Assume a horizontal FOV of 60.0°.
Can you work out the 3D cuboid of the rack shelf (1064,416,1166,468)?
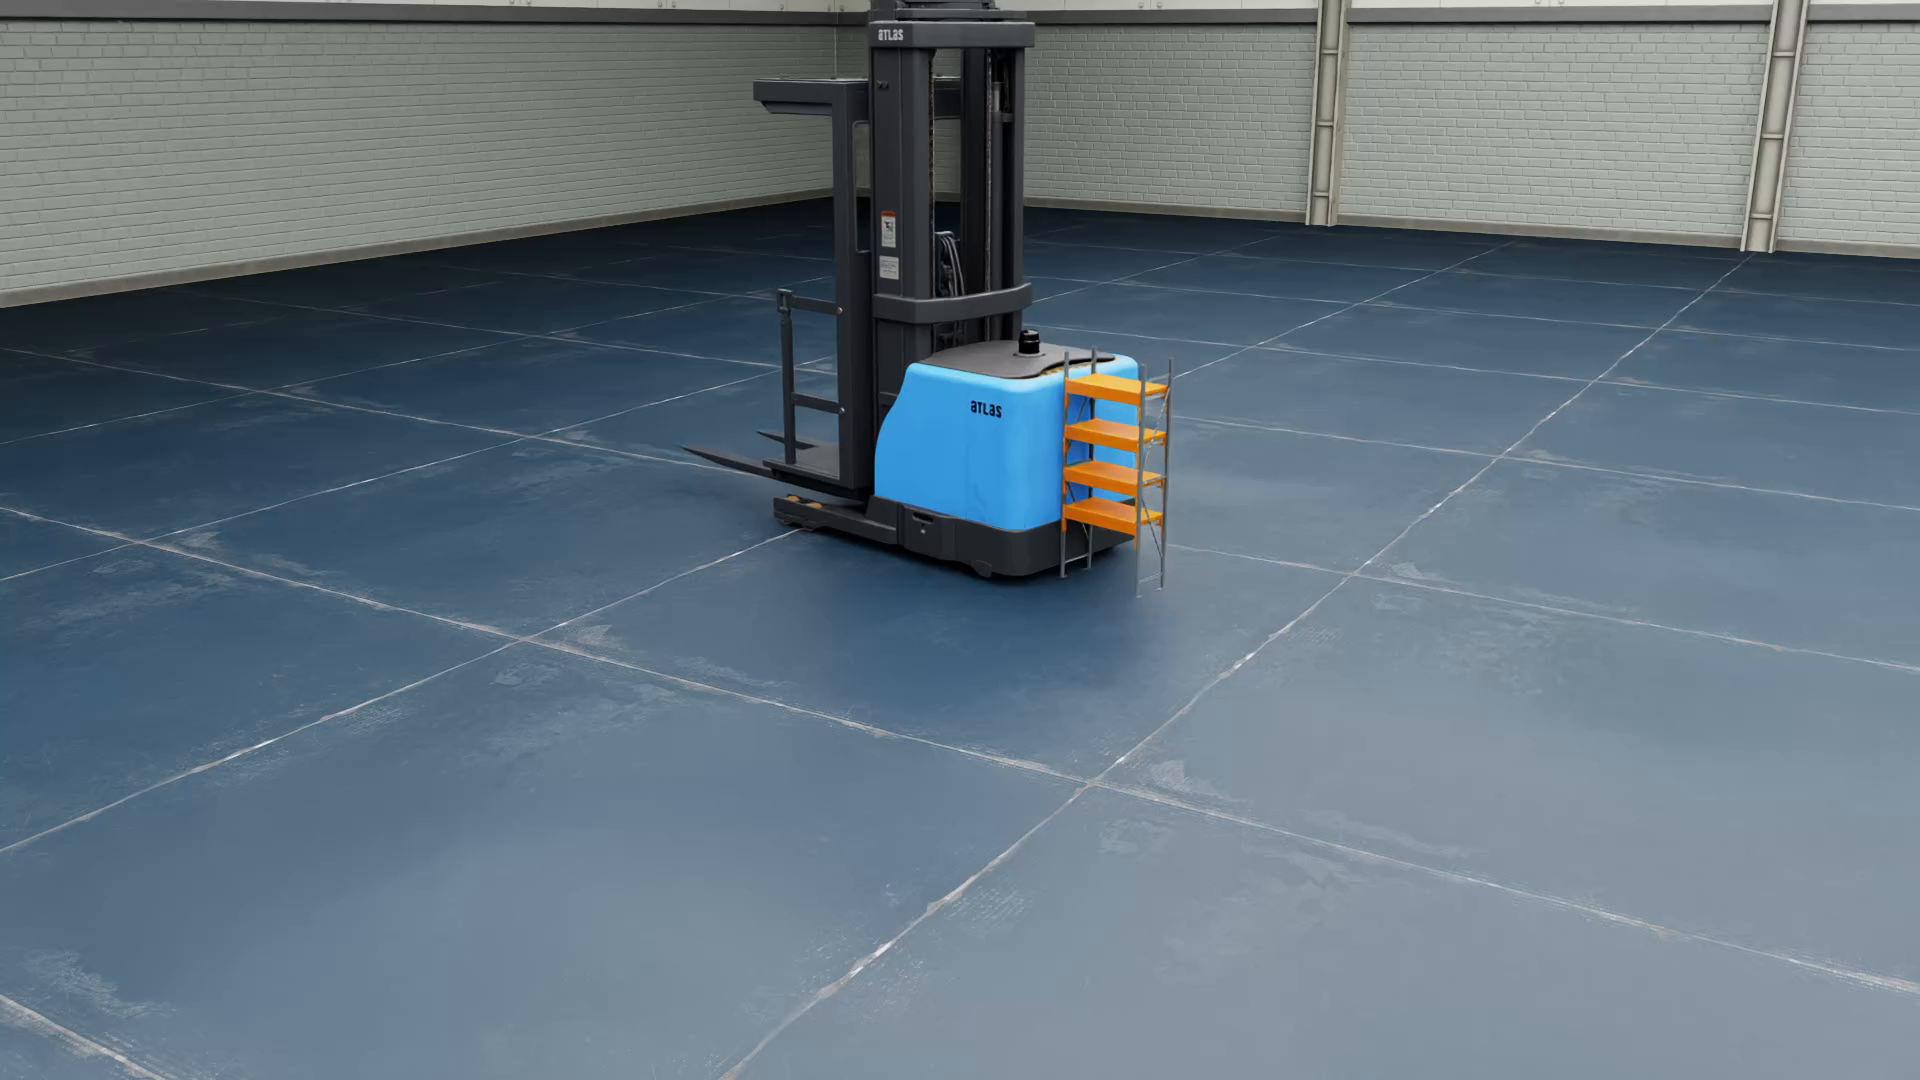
[{"bbox_3d":[0.789,-0.498,8.415,0.480,0.148,0.258,16,23,41],"label":"rack shelf"}]

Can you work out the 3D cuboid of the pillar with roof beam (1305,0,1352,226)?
[{"bbox_3d":[3.174,-7.977,20.159,0.400,9.000,9.100,10,20,30],"label":"pillar with roof beam"}]

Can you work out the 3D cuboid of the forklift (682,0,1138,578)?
[{"bbox_3d":[-0.443,-1.548,9.436,3.031,2.935,1.130,15,23,41],"label":"forklift"}]

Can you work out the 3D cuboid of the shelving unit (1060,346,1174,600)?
[{"bbox_3d":[0.789,-0.348,8.461,0.503,1.200,0.258,16,23,41],"label":"shelving unit"}]

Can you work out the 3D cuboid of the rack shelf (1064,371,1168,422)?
[{"bbox_3d":[0.790,-0.724,8.346,0.480,0.148,0.258,16,23,41],"label":"rack shelf"}]

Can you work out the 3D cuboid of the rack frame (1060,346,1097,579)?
[{"bbox_3d":[0.612,-0.398,8.622,0.015,1.200,0.240,16,23,41],"label":"rack frame"}]

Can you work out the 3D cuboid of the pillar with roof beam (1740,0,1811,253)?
[{"bbox_3d":[8.287,-7.064,17.155,0.400,9.000,9.100,10,20,30],"label":"pillar with roof beam"}]

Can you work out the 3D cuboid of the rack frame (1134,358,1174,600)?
[{"bbox_3d":[0.965,-0.299,8.300,0.015,1.200,0.240,16,23,41],"label":"rack frame"}]

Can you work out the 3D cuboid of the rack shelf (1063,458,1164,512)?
[{"bbox_3d":[0.789,-0.284,8.481,0.480,0.148,0.258,16,23,41],"label":"rack shelf"}]

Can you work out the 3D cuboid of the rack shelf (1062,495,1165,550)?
[{"bbox_3d":[0.788,-0.094,8.539,0.480,0.148,0.258,16,23,41],"label":"rack shelf"}]
